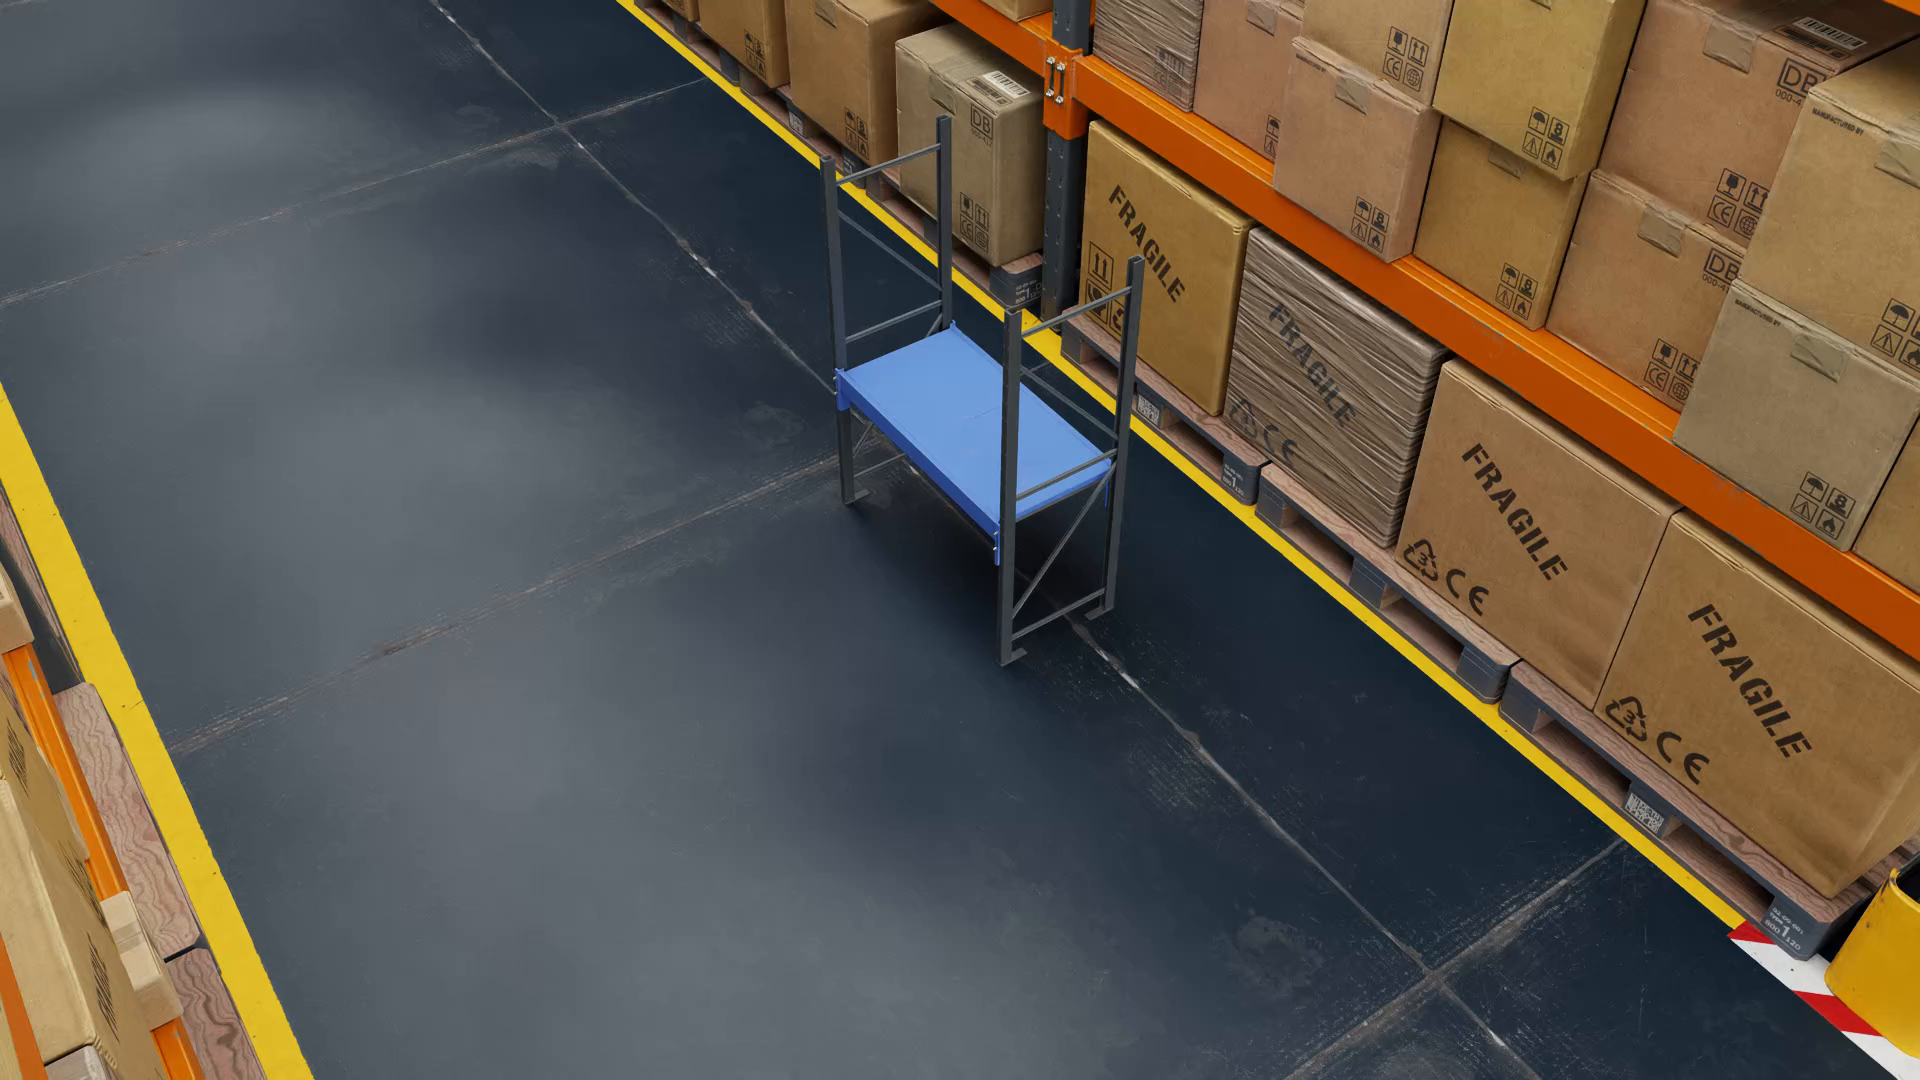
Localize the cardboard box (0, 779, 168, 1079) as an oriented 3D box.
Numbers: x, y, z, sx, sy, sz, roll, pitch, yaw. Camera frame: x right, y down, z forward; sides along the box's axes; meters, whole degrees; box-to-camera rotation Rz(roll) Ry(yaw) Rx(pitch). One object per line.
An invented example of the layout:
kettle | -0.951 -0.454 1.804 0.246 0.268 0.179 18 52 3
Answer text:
cardboard box | -1.417 0.753 2.277 0.500 0.500 0.500 -26 49 -24

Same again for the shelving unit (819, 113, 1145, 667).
shelving unit | 0.049 -0.494 5.682 0.538 1.500 1.048 -26 49 -24

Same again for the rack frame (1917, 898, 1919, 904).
rack frame | 3.080 0.061 4.013 1.000 3.000 0.127 -26 49 -24

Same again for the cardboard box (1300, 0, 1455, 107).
cardboard box | 1.581 -1.801 5.073 0.875 0.550 0.550 -26 49 -24

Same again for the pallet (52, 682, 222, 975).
pallet | -2.921 1.073 4.973 1.003 0.211 1.213 -26 49 -24

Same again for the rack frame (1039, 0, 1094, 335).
rack frame | 0.792 -2.204 6.387 1.000 3.000 0.127 -26 49 -24

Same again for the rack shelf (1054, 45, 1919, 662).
rack shelf | 1.936 -0.811 5.448 1.077 0.370 4.000 -26 49 -24

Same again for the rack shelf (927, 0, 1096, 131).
rack shelf | -0.352 -3.077 7.821 1.077 0.370 4.000 -26 49 -24

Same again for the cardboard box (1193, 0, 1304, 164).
cardboard box | 1.346 -1.752 5.804 0.875 0.550 0.550 -26 49 -24

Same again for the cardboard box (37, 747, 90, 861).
cardboard box | -2.124 0.650 3.579 0.380 0.149 0.250 -26 49 -24

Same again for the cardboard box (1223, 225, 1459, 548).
cardboard box | 1.613 -0.695 6.040 0.875 0.875 0.875 -25 49 -24

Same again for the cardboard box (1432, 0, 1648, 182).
cardboard box | 1.891 -1.504 4.762 0.875 0.550 0.500 -26 49 -24

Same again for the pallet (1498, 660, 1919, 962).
pallet | 2.559 0.648 5.418 1.003 0.211 1.213 -26 49 -24

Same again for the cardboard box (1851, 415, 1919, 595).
cardboard box | 2.831 -0.185 4.163 0.875 0.550 0.550 -26 49 -24

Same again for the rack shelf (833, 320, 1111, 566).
rack shelf | 0.049 -0.364 5.806 0.538 0.185 1.000 -26 49 -24

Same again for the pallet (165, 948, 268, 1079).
pallet | -2.219 1.765 4.249 1.003 0.211 1.213 -26 49 -24

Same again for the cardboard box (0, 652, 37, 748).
cardboard box | -1.995 0.190 2.867 0.500 0.500 0.500 -26 49 -24

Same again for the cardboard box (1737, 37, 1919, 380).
cardboard box | 2.510 -0.884 4.113 0.875 0.550 0.550 -26 49 -24

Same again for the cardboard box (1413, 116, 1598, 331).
cardboard box | 1.944 -1.139 5.162 0.875 0.550 0.500 -26 49 -24

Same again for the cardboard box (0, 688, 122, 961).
cardboard box | -1.704 0.470 2.573 0.500 0.500 0.500 -26 49 -24

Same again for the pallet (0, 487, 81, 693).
pallet | -3.781 0.266 5.818 1.003 0.211 1.213 -26 49 -24

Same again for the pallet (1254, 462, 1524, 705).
pallet | 1.865 -0.042 6.141 1.003 0.211 1.213 -26 49 -24

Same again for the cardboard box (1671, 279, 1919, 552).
cardboard box | 2.498 -0.488 4.480 0.875 0.550 0.550 -26 49 -24

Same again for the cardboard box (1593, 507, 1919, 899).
cardboard box | 2.638 0.320 4.977 0.875 0.875 0.875 -25 49 -24

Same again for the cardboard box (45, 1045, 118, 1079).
cardboard box | -1.137 1.039 1.978 0.500 0.500 0.500 -26 49 -24

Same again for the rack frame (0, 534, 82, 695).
rack frame | -3.334 -0.302 4.394 1.000 3.000 0.127 -26 49 -24

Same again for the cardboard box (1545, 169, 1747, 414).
cardboard box | 2.281 -0.855 4.865 0.875 0.550 0.550 -26 49 -24

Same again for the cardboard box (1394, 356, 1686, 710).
cardboard box | 2.133 -0.177 5.498 0.875 0.875 0.875 -26 50 -25

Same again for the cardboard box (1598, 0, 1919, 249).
cardboard box | 2.301 -1.255 4.502 0.875 0.550 0.550 -26 49 -24

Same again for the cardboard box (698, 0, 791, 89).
cardboard box | -0.719 -2.933 8.476 1.050 0.750 0.750 -25 49 -24

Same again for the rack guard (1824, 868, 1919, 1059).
rack guard | 3.094 0.979 4.862 1.175 0.500 0.348 -26 49 -24

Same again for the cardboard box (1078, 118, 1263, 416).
cardboard box | 1.094 -1.204 6.573 0.875 0.875 0.875 -25 49 -24

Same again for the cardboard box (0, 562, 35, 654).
cardboard box | -2.506 0.203 4.047 0.380 0.149 0.250 -26 49 -24

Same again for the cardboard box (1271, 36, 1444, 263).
cardboard box | 1.558 -1.399 5.435 0.875 0.550 0.550 -26 49 -24

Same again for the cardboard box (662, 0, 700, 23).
cardboard box | -1.222 -3.427 8.993 1.050 0.750 0.750 -26 50 -25

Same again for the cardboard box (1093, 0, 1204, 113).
cardboard box | 1.013 -2.054 6.121 0.875 0.550 0.550 -26 49 -24

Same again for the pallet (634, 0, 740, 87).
pallet | -1.107 -2.985 9.224 1.003 0.211 1.213 -26 49 -24

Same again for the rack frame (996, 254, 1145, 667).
rack frame | 0.340 -0.206 5.380 0.500 1.500 0.032 -26 49 -24

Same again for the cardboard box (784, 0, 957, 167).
cardboard box | -0.186 -2.406 7.923 1.050 0.750 0.750 -26 49 -24

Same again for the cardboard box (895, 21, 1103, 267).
cardboard box | 0.363 -1.858 7.349 1.050 0.750 0.750 -26 49 -25

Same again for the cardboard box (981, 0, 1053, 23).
cardboard box | 0.274 -2.430 6.551 0.500 0.500 0.500 -26 49 -25

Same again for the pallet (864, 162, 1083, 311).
pallet | 0.289 -1.603 7.776 1.003 0.211 1.213 -26 49 -24

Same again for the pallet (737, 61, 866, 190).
pallet | -0.413 -2.294 8.500 1.003 0.211 1.213 -26 49 -24

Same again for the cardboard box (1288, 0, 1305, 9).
cardboard box | 1.385 -2.161 5.451 0.875 0.550 0.550 -26 49 -24

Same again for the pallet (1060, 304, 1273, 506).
pallet | 1.163 -0.734 6.866 1.003 0.211 1.213 -26 49 -24

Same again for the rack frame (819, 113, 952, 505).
rack frame | -0.242 -0.782 5.983 0.500 1.500 0.032 -26 49 -24

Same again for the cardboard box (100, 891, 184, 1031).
cardboard box | -1.792 0.911 3.306 0.380 0.149 0.250 -26 49 -24
